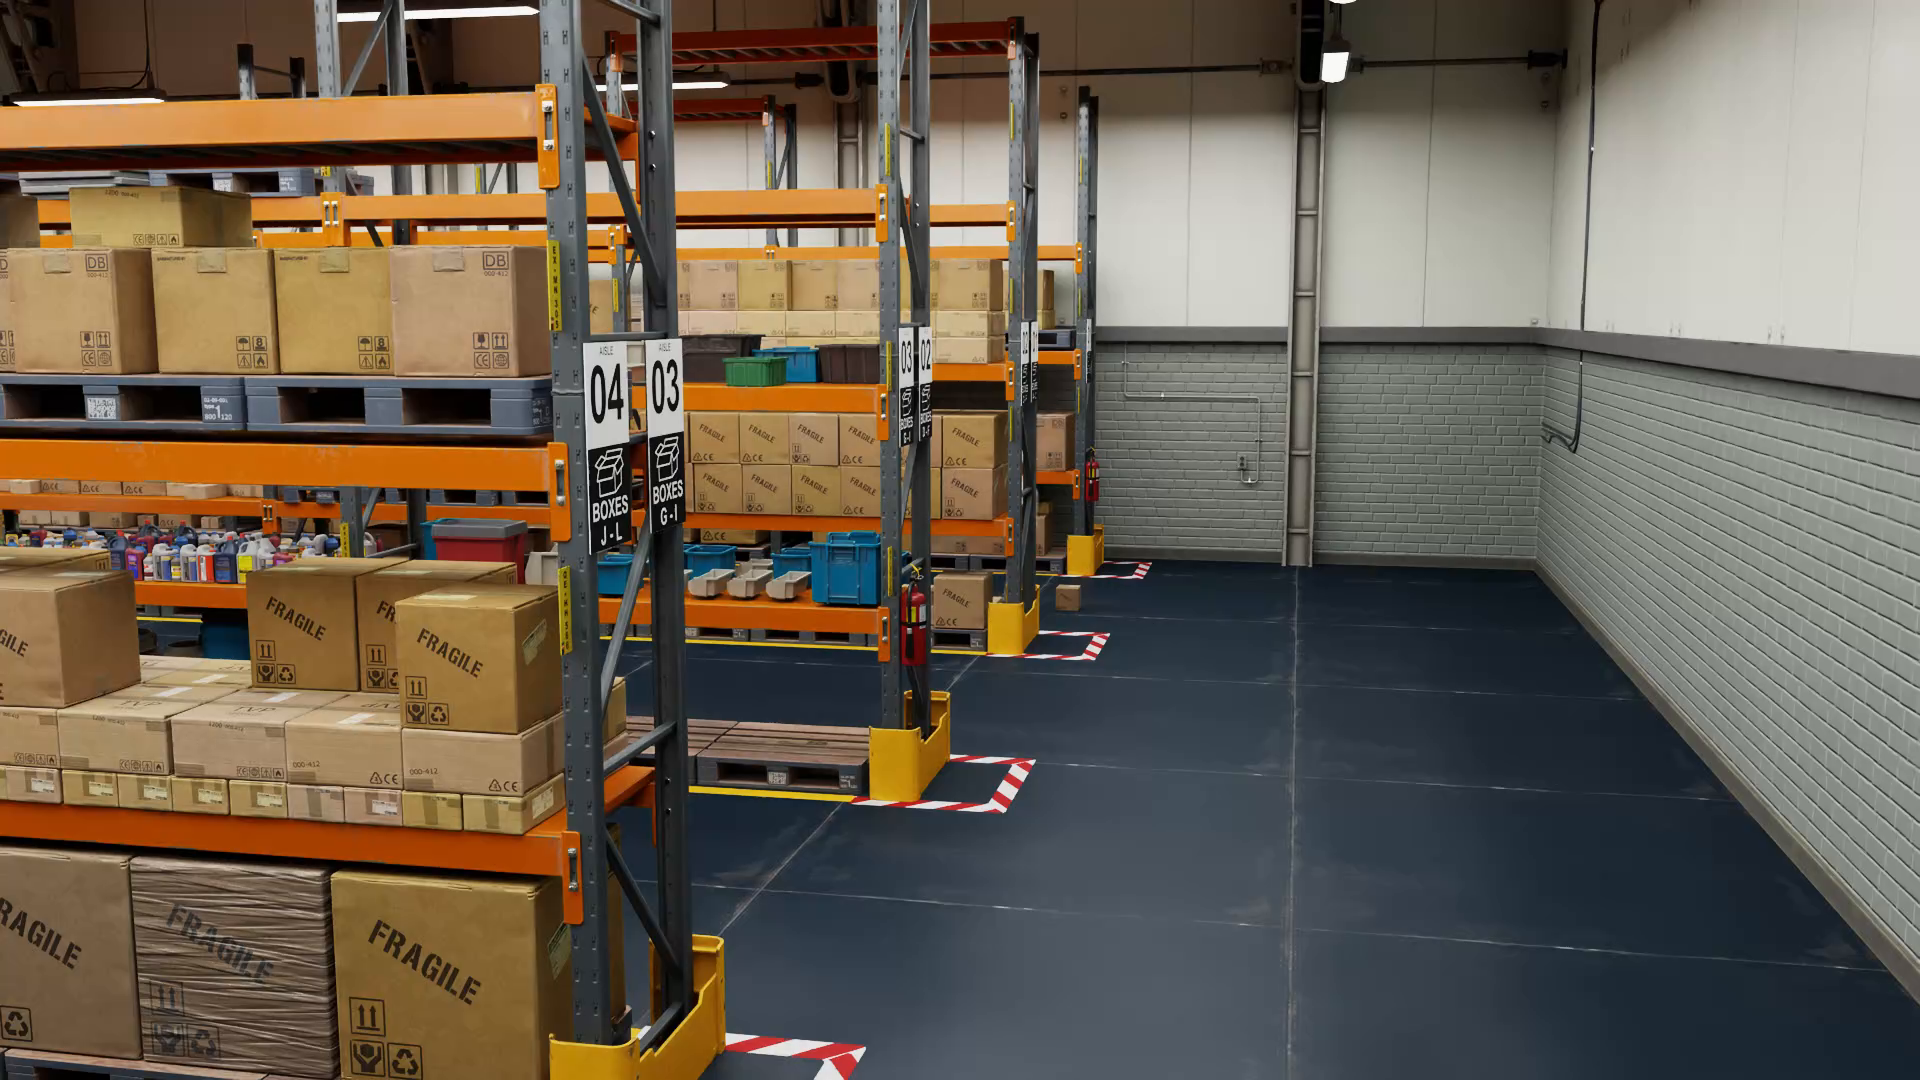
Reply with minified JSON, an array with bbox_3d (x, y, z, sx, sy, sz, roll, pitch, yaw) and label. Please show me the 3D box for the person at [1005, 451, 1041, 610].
[{"bbox_3d":[0.707,-0.121,18.593,0.388,1.792,0.610,0,8,-1],"label":"person"}]
